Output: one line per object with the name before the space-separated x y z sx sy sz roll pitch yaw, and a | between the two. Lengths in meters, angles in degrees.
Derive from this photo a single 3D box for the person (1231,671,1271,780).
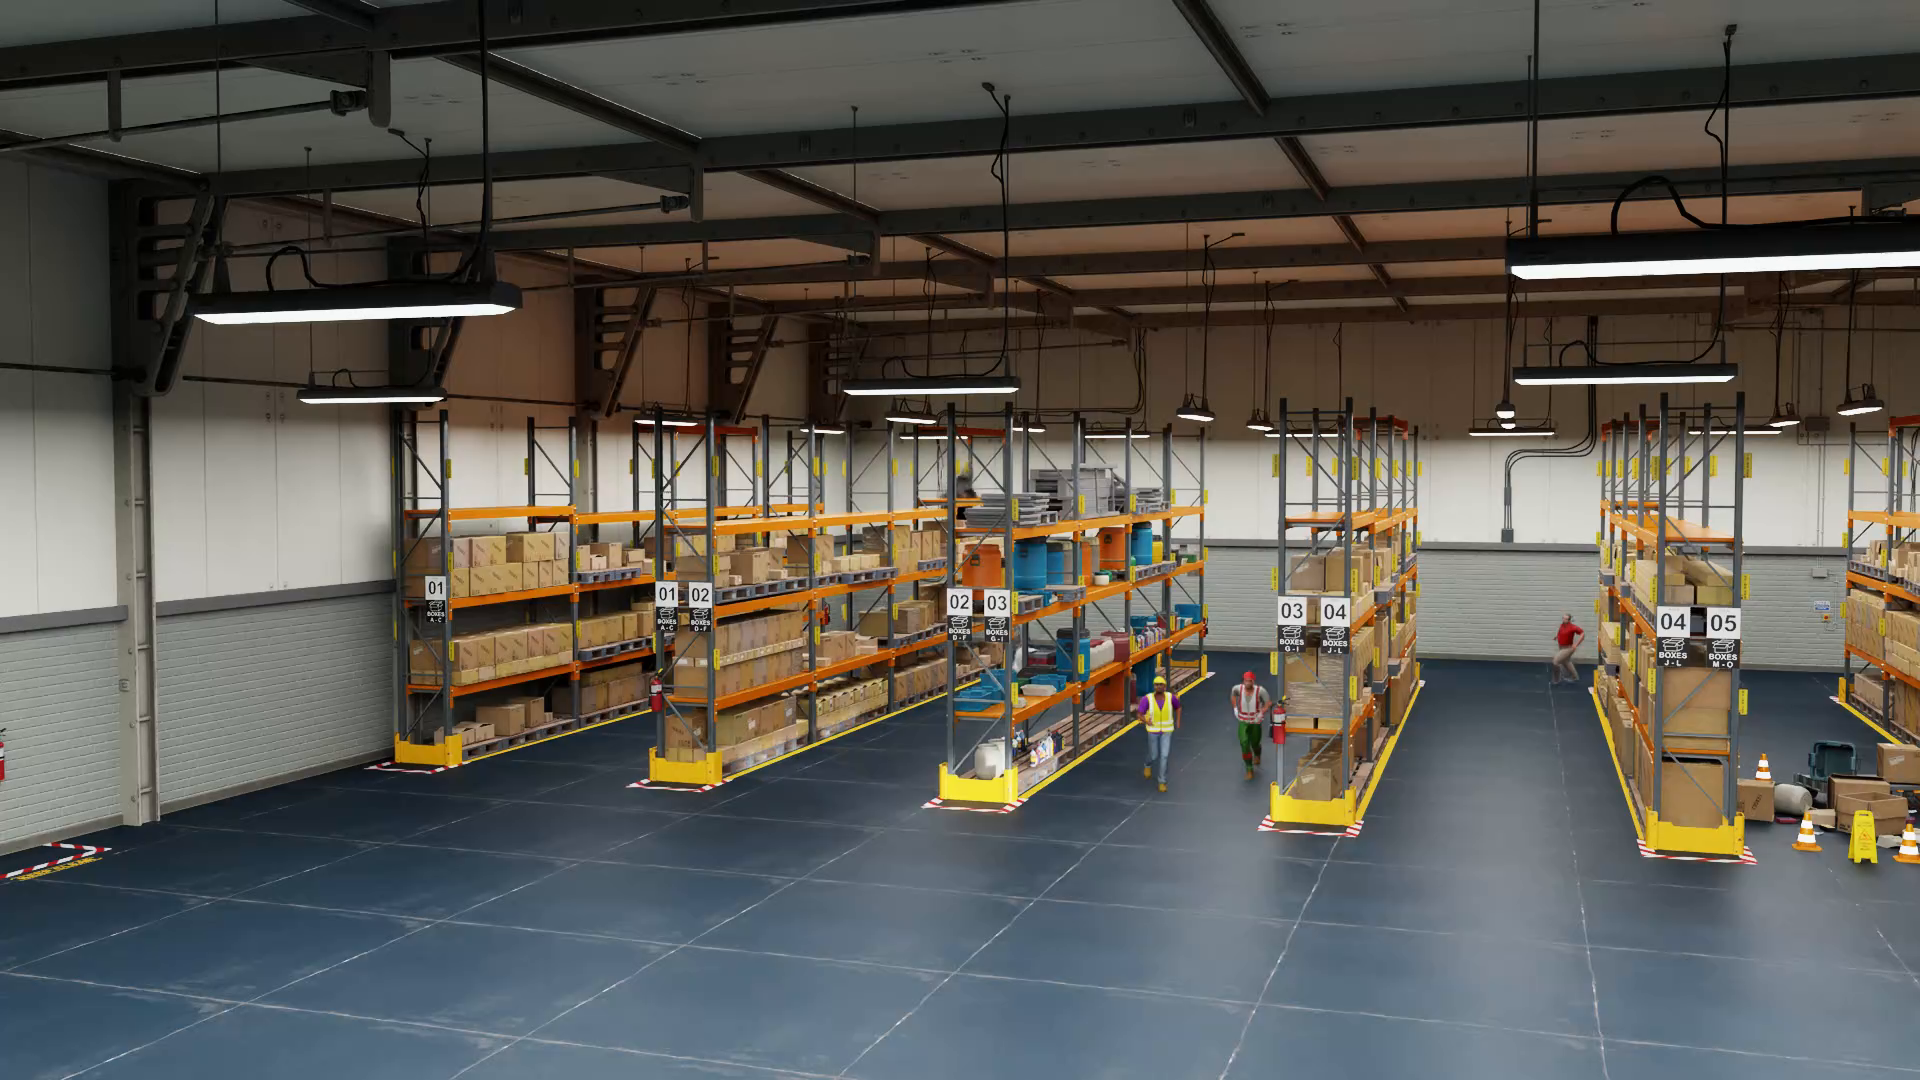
person | 4.765 2.992 27.173 0.670 1.780 0.996 1 3 21

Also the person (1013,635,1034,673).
person | 1.321 2.739 33.635 0.620 1.667 0.506 1 3 29

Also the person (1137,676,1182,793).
person | 3.128 3.009 26.078 0.709 1.766 0.934 0 2 1

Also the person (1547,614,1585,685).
person | 14.038 2.549 38.389 0.775 1.729 0.797 0 2 -5

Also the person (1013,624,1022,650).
person | 1.538 2.098 42.409 0.719 1.756 0.580 2 3 45
